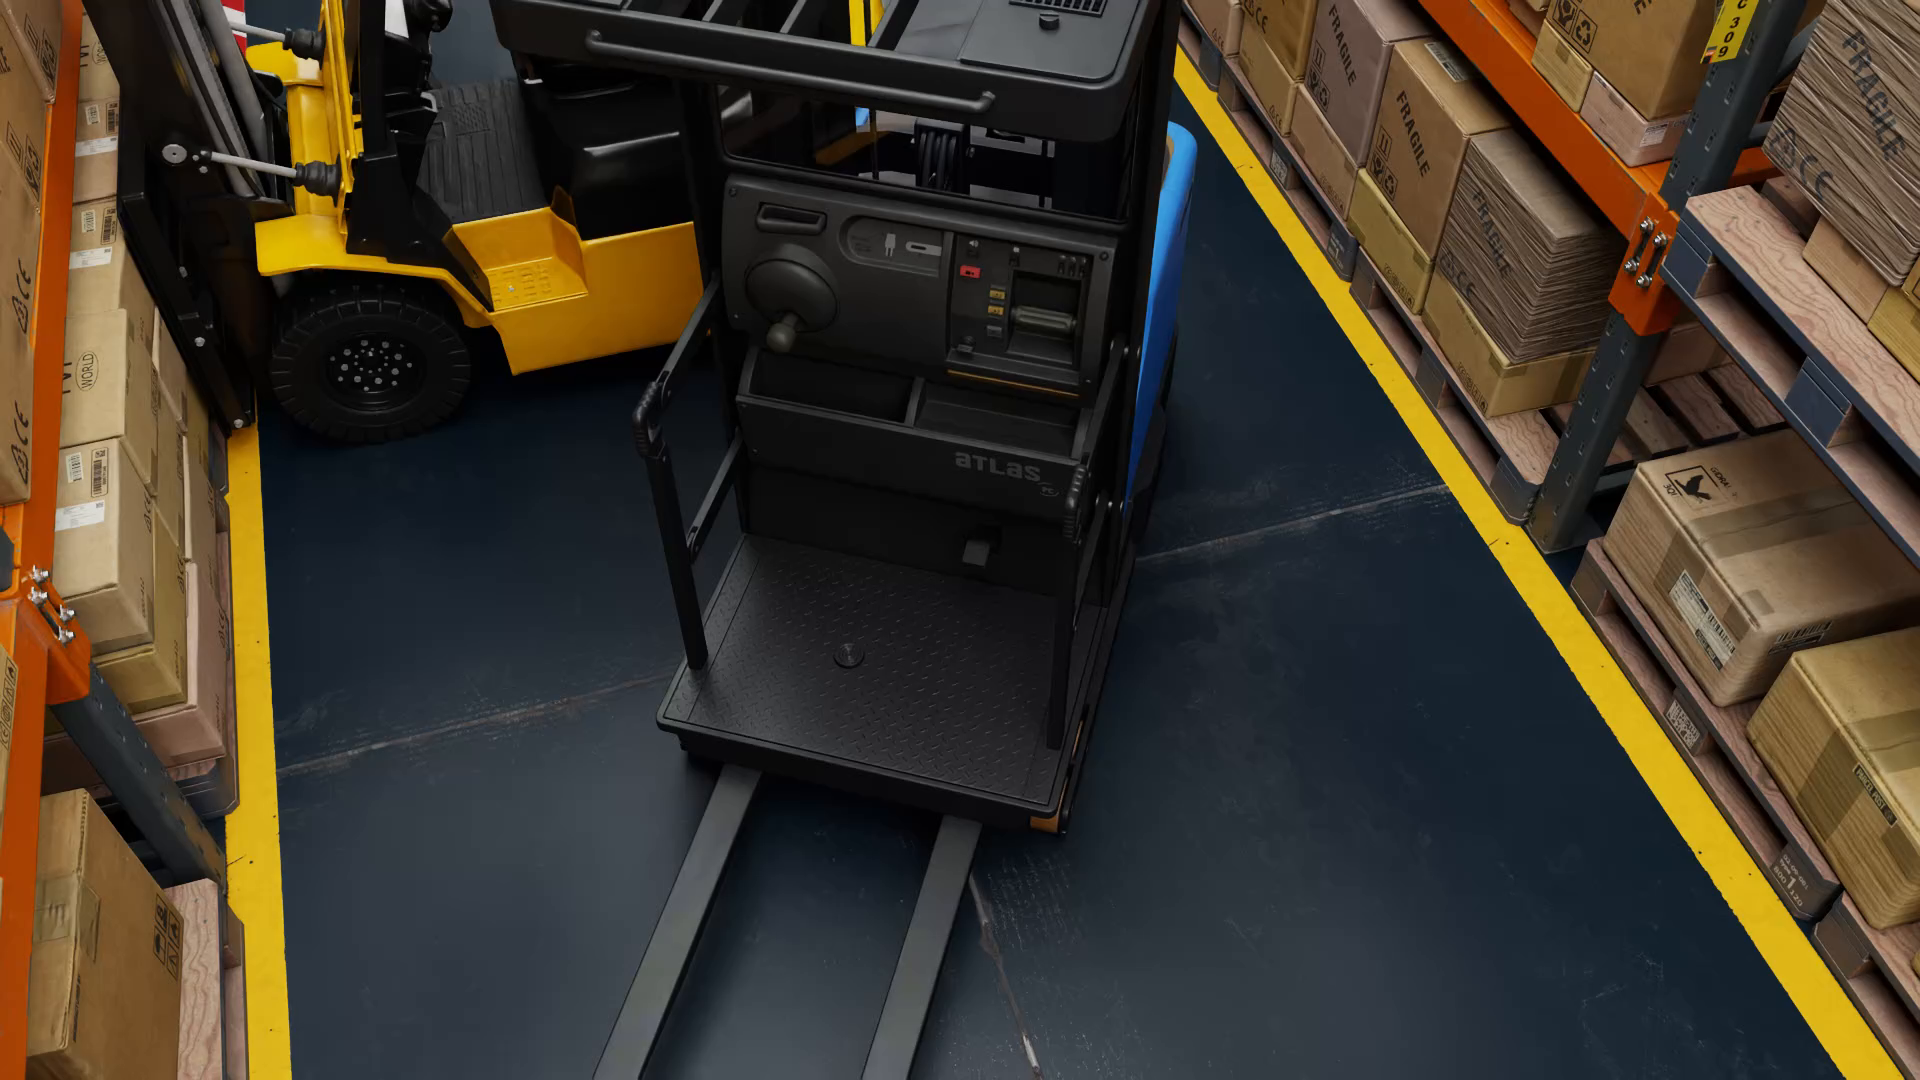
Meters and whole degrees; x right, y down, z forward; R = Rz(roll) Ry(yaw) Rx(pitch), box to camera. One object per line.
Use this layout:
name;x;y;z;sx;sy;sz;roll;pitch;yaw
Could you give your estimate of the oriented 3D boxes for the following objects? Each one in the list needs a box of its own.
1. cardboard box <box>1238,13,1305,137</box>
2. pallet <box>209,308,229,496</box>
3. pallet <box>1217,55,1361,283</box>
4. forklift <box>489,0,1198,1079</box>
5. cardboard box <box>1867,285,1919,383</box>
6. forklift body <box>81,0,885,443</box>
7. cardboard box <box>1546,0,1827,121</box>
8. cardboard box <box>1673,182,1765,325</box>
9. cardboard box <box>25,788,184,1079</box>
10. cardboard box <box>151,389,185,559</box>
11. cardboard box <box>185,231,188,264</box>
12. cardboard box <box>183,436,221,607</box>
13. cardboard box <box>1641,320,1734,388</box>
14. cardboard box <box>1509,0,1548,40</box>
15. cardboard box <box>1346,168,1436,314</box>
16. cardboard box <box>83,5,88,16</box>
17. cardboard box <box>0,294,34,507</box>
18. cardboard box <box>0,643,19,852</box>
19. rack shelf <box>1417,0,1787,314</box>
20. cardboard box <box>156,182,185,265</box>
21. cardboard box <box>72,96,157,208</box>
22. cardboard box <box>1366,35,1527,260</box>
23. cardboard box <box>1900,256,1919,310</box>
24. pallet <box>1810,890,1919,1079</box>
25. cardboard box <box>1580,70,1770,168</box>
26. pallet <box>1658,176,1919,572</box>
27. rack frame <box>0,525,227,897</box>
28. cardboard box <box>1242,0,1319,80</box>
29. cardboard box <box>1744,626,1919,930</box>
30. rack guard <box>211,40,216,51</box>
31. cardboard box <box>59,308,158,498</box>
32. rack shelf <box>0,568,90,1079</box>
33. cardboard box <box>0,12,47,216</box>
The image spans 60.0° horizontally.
cardboard box;1.394;-1.820;6.347;0.500;0.250;0.500;-10;51;-9
pallet;-3.015;-0.531;5.559;1.003;0.211;1.213;-13;51;-11
pallet;1.689;-1.548;6.417;1.003;0.211;1.213;-13;51;-11
forklift;-0.162;-0.481;3.739;1.130;2.935;3.031;12;51;10
cardboard box;2.212;-0.467;3.571;0.380;0.149;0.250;-12;51;-10
forklift body;-1.335;-1.622;5.211;2.313;2.155;1.214;-13;51;-11
cardboard box;1.916;-1.468;4.266;0.500;0.500;0.500;-14;51;-12
cardboard box;2.369;-1.055;5.210;0.500;0.500;0.500;-11;51;-9
cardboard box;-2.290;1.062;3.671;0.875;0.625;0.625;-11;51;-9
cardboard box;-2.454;-0.148;4.609;0.500;0.250;0.500;-14;51;-11
cardboard box;-2.745;-0.739;5.434;0.500;0.250;0.500;-12;51;-10
cardboard box;-2.447;0.009;4.805;0.500;0.250;0.500;-14;51;-12
cardboard box;2.369;-0.813;5.497;0.500;0.250;0.500;-15;52;-13
cardboard box;1.816;-1.545;4.755;0.380;0.149;0.250;-13;51;-11
cardboard box;1.687;-1.079;5.721;0.500;0.250;0.500;-15;51;-12
cardboard box;-3.047;-1.802;5.677;0.500;0.250;0.500;-12;51;-10
cardboard box;-2.337;-0.362;3.528;0.500;0.500;0.500;-15;51;-12
cardboard box;-2.056;0.410;3.040;0.500;0.250;0.500;-12;51;-10
rack shelf;1.694;-2.301;5.698;1.077;0.370;4.000;-13;51;-11
cardboard box;-2.740;-0.886;5.232;0.500;0.250;0.500;-13;51;-11
cardboard box;-2.746;-1.064;5.055;0.500;0.250;0.500;-14;51;-12
cardboard box;1.702;-1.305;5.422;0.500;0.500;0.500;-12;51;-10
cardboard box;2.299;-0.562;3.228;0.500;0.500;0.500;-13;51;-11
pallet;2.881;1.288;4.026;1.003;0.211;1.213;-13;51;-11
cardboard box;1.899;-1.157;4.427;0.380;0.149;0.250;-14;51;-11
pallet;2.372;-0.419;3.767;1.003;0.211;1.213;-13;51;-11
rack frame;-2.455;0.053;3.243;1.000;3.000;0.127;-13;51;-11
cardboard box;1.384;-2.066;6.063;0.500;0.500;0.500;-12;51;-10
cardboard box;2.659;0.547;4.271;0.950;0.372;0.625;-10;51;-9
rack guard;-3.645;-2.080;6.677;1.175;0.500;0.348;-13;51;-11
cardboard box;-2.440;-0.318;4.426;0.500;0.250;0.500;-13;51;-11
rack shelf;-1.864;1.746;2.287;1.077;0.370;4.000;-13;51;-11
cardboard box;-2.658;-1.108;4.157;0.500;0.500;0.500;-14;51;-11
